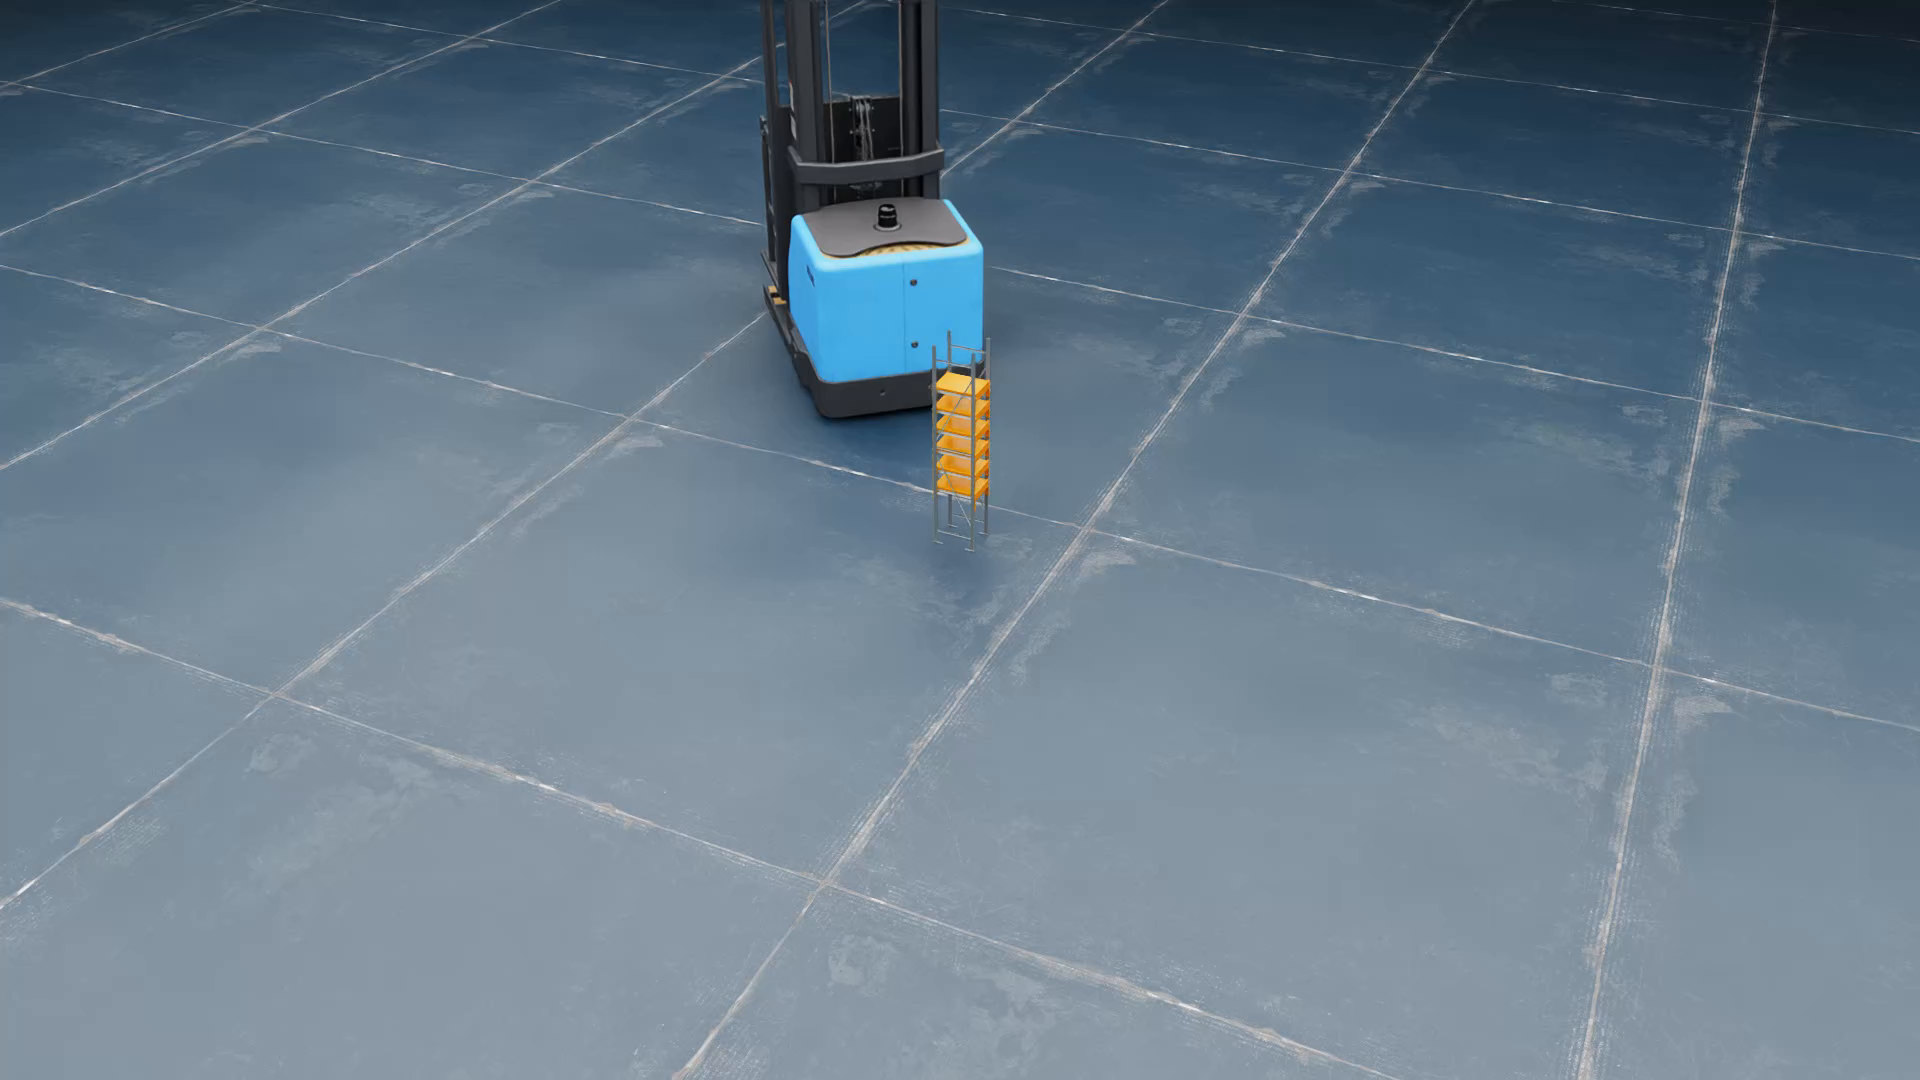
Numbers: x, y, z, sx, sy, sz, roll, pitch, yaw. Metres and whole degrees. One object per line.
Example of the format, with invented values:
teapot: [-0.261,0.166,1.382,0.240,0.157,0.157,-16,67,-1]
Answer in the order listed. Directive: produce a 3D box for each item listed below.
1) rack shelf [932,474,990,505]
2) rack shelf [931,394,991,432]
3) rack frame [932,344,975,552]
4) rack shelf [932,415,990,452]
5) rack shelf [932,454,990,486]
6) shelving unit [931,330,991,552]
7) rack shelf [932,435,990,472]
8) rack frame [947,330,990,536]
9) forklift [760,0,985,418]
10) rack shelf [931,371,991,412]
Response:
rack shelf: [0.006,-0.271,8.956,0.258,0.103,0.180,14,36,20]
rack shelf: [0.006,-0.673,8.693,0.258,0.103,0.180,14,36,20]
rack frame: [-0.032,-0.463,8.731,0.240,1.200,0.006,14,36,20]
rack shelf: [0.006,-0.572,8.759,0.258,0.103,0.180,14,36,20]
rack shelf: [0.006,-0.371,8.891,0.258,0.103,0.180,14,36,20]
shelving unit: [0.006,-0.509,8.800,0.258,1.200,0.189,14,36,20]
rack shelf: [0.006,-0.472,8.825,0.258,0.103,0.180,14,36,20]
rack frame: [0.044,-0.555,8.870,0.240,1.200,0.006,14,36,20]
forklift: [-0.735,-2.772,10.673,1.130,2.935,3.031,-9,34,-13]
rack shelf: [0.006,-0.773,8.627,0.258,0.103,0.180,14,36,20]
